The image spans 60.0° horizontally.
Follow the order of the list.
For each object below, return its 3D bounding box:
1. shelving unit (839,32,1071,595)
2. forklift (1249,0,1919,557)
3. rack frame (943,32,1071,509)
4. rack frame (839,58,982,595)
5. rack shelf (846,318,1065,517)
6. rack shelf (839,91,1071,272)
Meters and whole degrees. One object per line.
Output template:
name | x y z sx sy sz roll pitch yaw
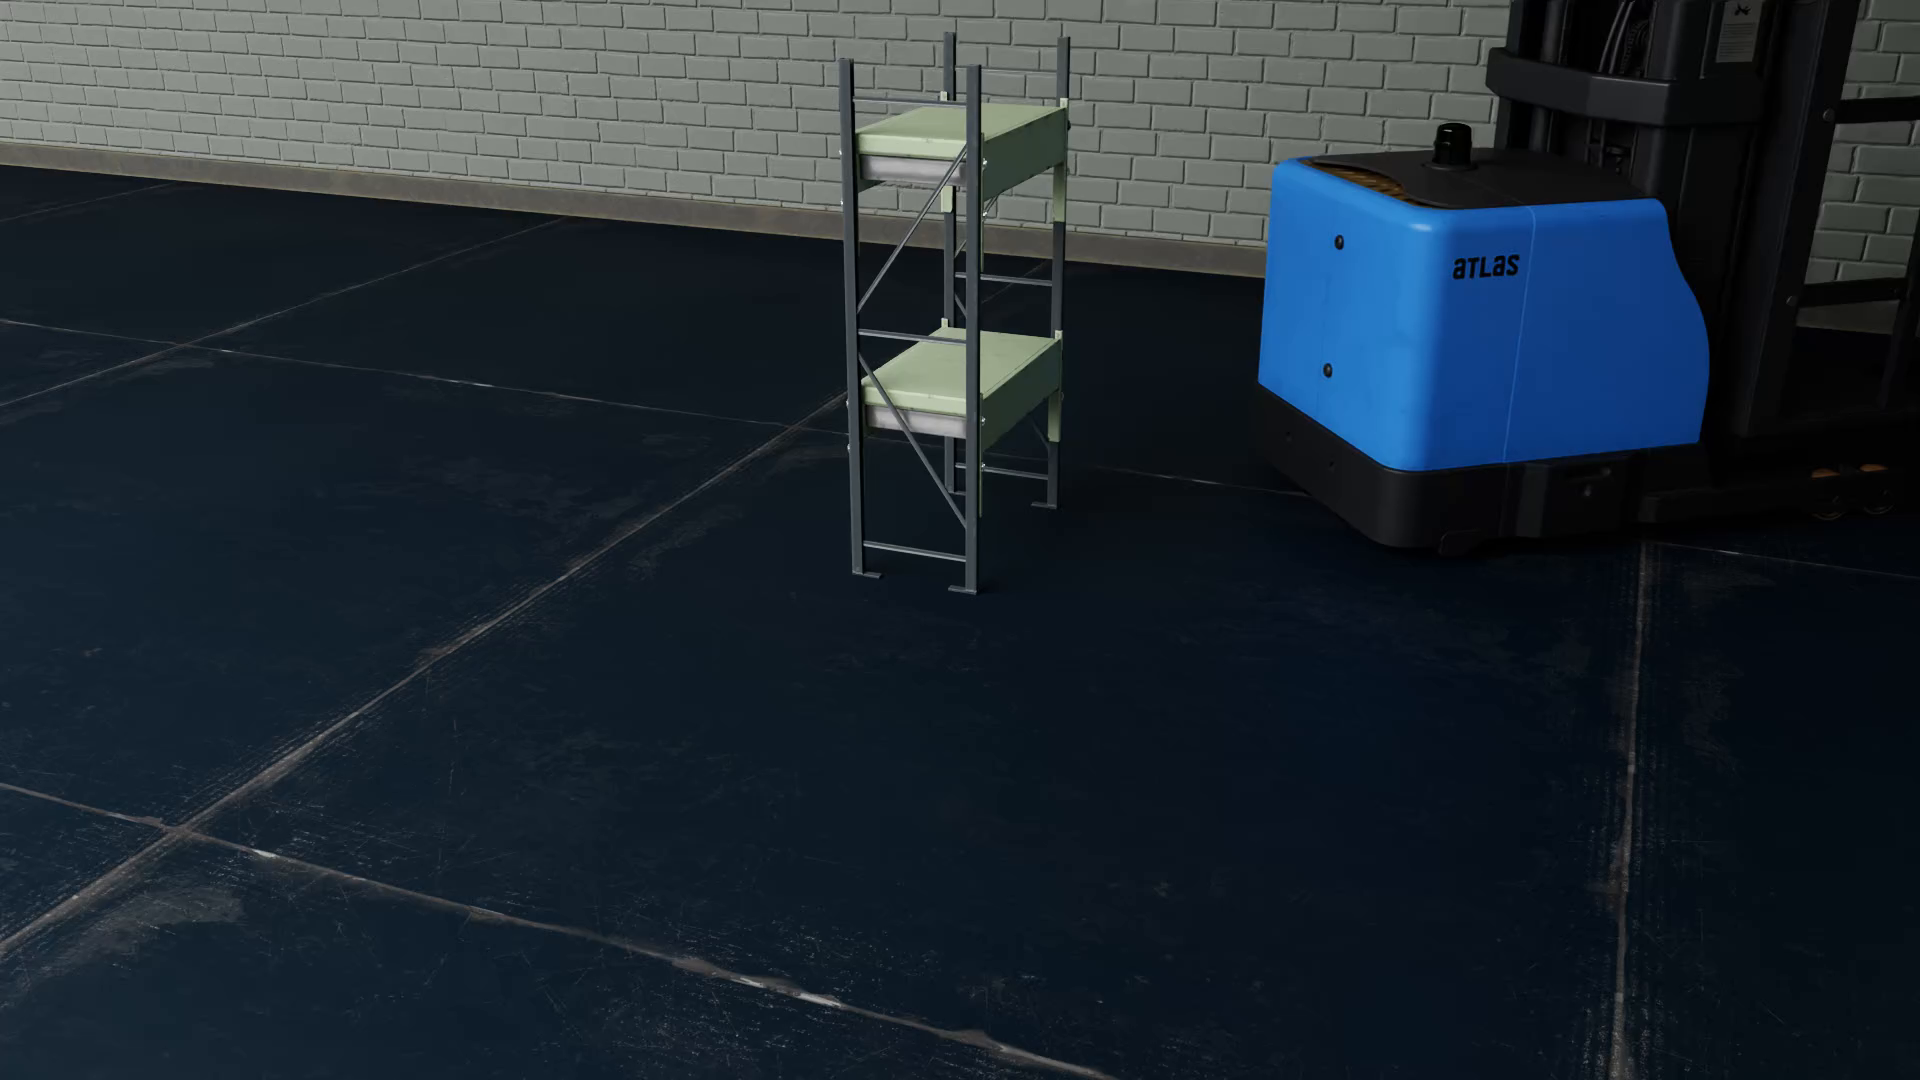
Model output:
shelving unit | 0.002 -0.694 4.967 0.431 1.500 0.755 9 24 20
forklift | 2.591 -1.604 5.288 3.031 2.935 1.130 -6 23 -15
rack frame | 0.138 -0.825 5.280 0.400 1.500 0.023 9 24 20
rack frame | -0.133 -0.563 4.653 0.400 1.500 0.023 9 24 20
rack shelf | 0.002 -0.394 5.092 0.431 0.370 0.720 9 24 20
rack shelf | 0.002 -1.055 4.816 0.431 0.370 0.720 9 24 20
